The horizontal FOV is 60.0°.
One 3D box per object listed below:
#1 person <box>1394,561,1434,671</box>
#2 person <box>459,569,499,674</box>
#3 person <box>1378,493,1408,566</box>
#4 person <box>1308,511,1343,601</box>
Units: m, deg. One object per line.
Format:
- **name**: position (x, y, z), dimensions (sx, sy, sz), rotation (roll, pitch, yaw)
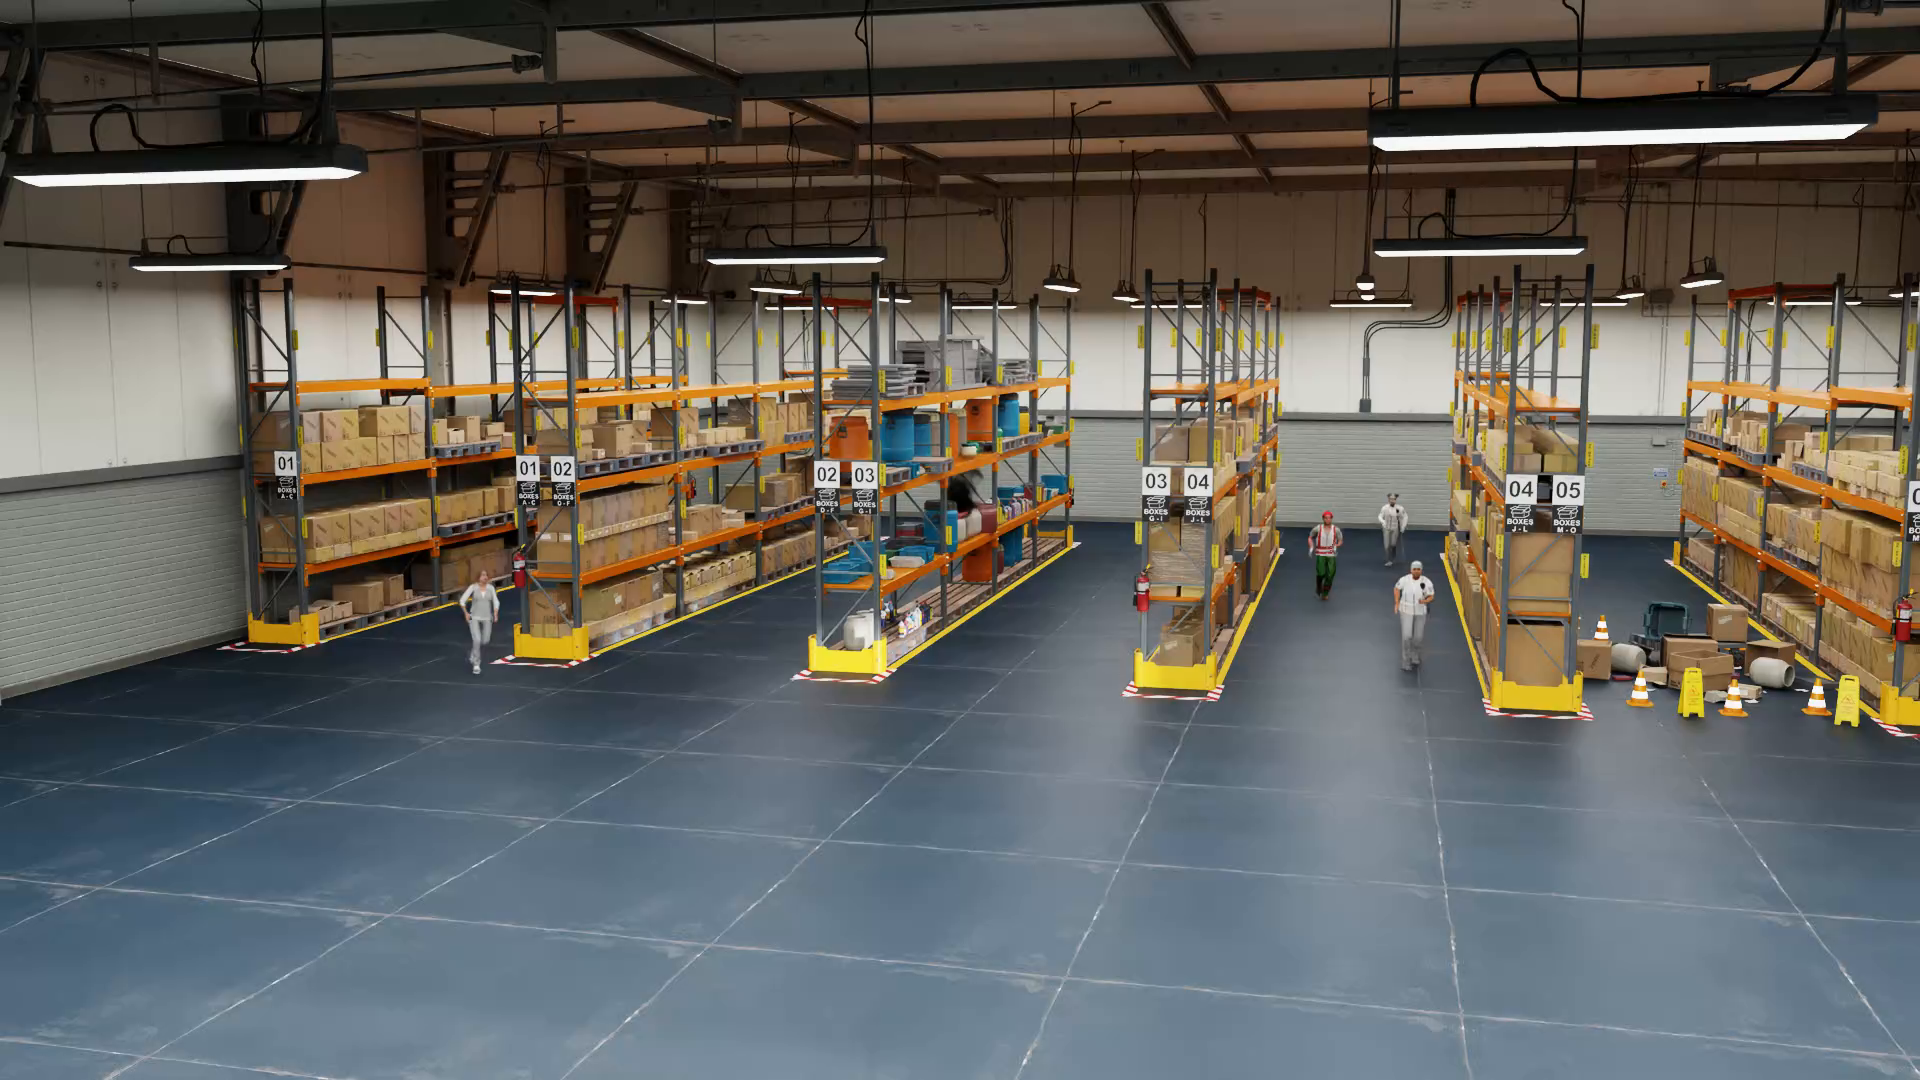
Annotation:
- **person**: position (6.922, 1.156, 25.354), dimensions (0.570, 1.705, 0.796), rotation (1, 7, 10)
- **person**: position (-7.294, 1.223, 25.296), dimensions (0.586, 1.563, 0.504), rotation (-4, 8, -27)
- **person**: position (9.607, -0.233, 36.978), dimensions (0.635, 1.636, 0.587), rotation (3, 8, 24)
- **person**: position (7.029, 0.311, 31.910), dimensions (0.652, 1.740, 0.581), rotation (1, 7, 5)
